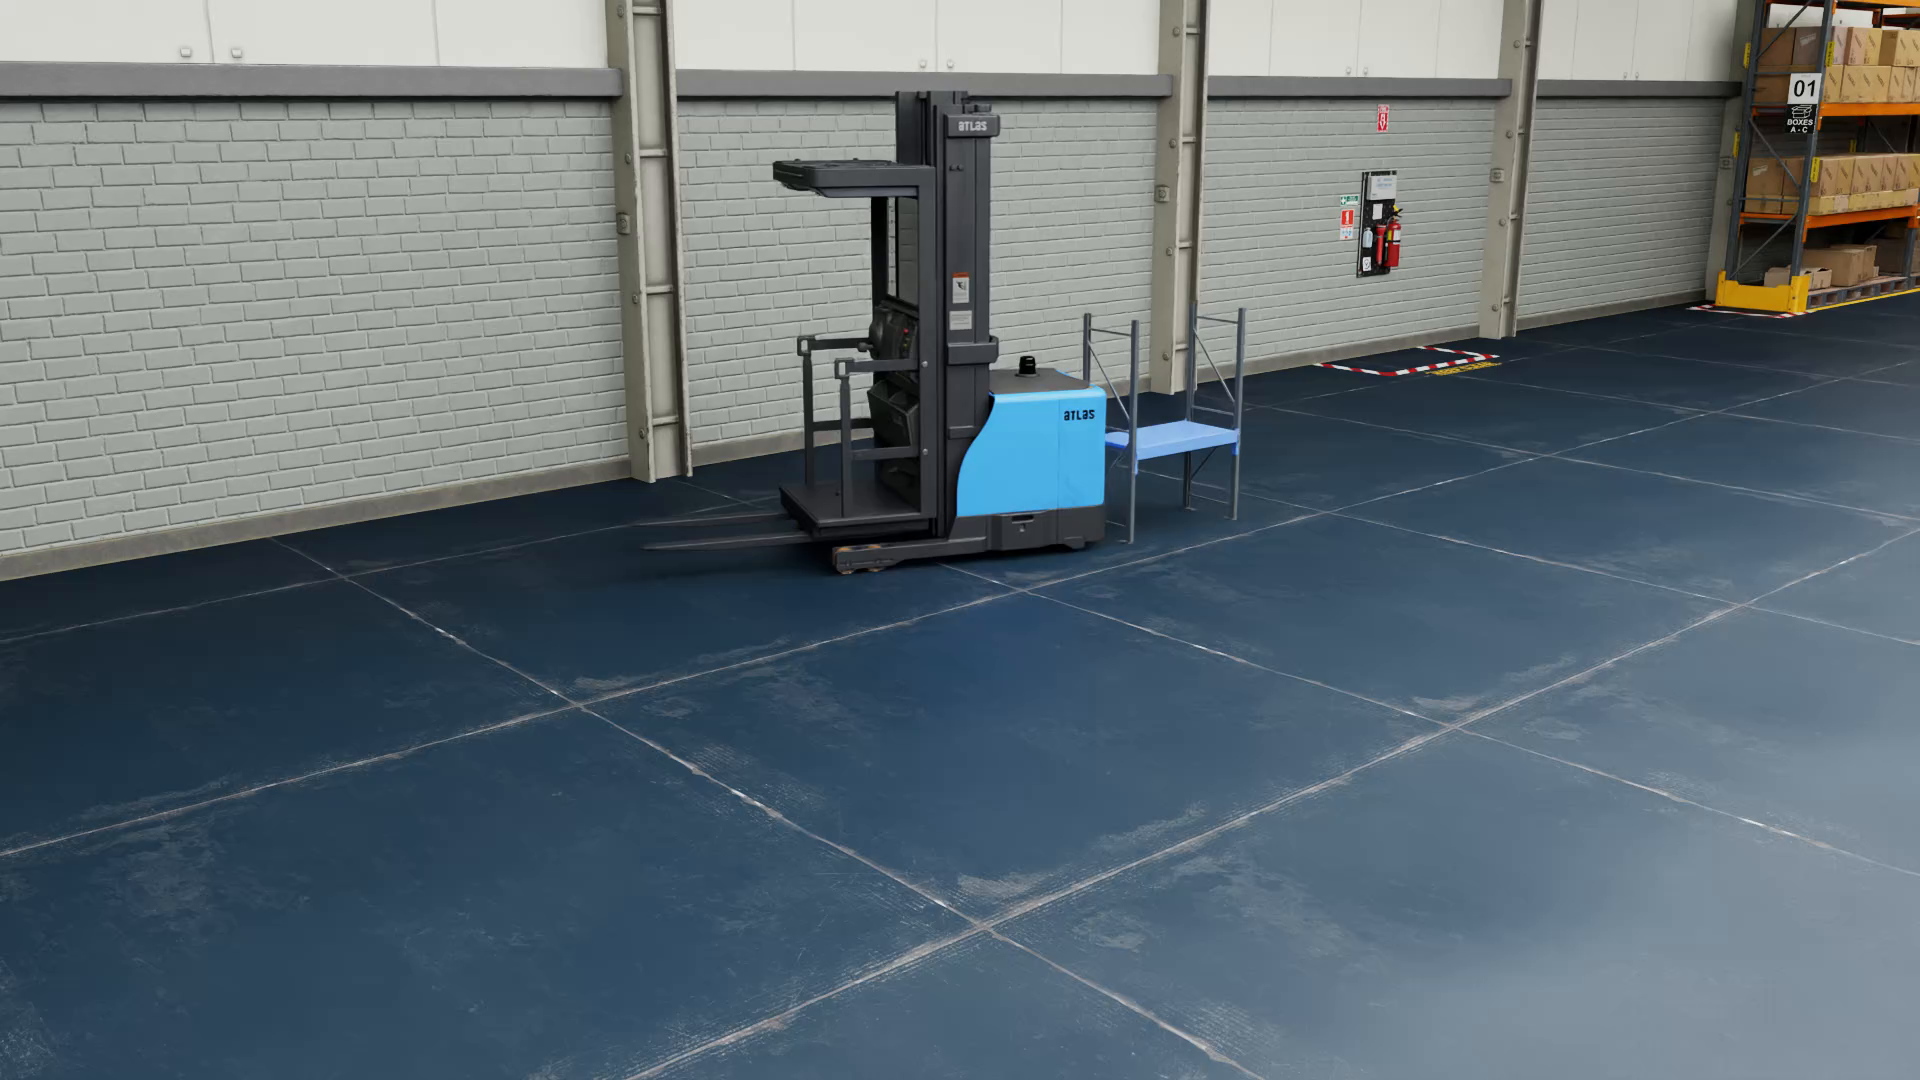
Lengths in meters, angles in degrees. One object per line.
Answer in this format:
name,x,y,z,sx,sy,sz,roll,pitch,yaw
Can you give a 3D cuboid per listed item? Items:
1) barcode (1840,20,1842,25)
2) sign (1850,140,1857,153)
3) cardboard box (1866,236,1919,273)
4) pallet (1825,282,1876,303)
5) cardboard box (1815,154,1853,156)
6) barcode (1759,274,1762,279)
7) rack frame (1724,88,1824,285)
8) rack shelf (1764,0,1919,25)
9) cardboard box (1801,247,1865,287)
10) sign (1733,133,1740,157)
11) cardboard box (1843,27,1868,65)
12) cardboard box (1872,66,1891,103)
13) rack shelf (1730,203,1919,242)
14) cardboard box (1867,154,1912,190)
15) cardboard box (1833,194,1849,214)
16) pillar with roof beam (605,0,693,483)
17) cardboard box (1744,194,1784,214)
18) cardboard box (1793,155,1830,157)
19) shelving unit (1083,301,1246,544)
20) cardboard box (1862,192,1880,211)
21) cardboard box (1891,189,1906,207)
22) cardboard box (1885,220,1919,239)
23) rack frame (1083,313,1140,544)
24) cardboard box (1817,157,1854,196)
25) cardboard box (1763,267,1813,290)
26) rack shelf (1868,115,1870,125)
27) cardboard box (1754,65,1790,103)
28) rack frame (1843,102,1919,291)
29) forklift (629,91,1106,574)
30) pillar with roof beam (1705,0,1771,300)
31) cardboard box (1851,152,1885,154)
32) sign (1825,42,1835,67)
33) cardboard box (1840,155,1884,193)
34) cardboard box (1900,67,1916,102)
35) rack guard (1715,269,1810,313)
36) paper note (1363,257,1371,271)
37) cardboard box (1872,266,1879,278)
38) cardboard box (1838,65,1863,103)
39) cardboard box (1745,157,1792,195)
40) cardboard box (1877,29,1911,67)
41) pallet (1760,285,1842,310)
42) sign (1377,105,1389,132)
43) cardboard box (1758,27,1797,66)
barcode,12.944,-7.611,24.436,0.075,0.075,0.001,-13,19,-39
sign,13.908,-6.062,25.889,0.005,0.325,0.100,-13,19,-39
cardboard box,14.819,-4.528,26.381,0.500,0.500,0.700,-12,19,-38
pallet,12.871,-3.720,24.767,1.213,0.211,1.003,-13,19,-39
cardboard box,13.011,-5.486,24.773,0.500,0.500,0.500,-12,19,-38
barcode,11.589,-3.816,24.065,0.075,0.075,0.001,-13,19,-39
rack frame,11.257,-4.718,23.100,0.127,3.000,1.000,-13,19,-39
rack shelf,12.766,-7.606,23.687,4.000,0.370,1.077,-13,19,-39
cardboard box,12.855,-4.034,24.529,0.500,0.500,0.700,-14,21,-43
sign,10.908,-5.541,23.327,0.005,0.325,0.100,-13,19,-39
cardboard box,12.119,-6.801,22.917,0.500,0.500,0.500,-13,20,-40
cardboard box,12.881,-6.501,23.729,0.500,0.500,0.500,-11,19,-36
rack shelf,12.766,-4.709,24.461,4.000,0.370,1.077,-13,19,-39
cardboard box,13.748,-5.469,24.711,0.500,0.500,0.500,-13,20,-40
cardboard box,12.216,-4.767,23.534,0.500,0.250,0.500,-13,20,-41
pillar with roof beam,0.465,-4.016,8.847,0.400,9.000,9.100,-13,19,-39
cardboard box,11.483,-4.772,23.554,0.500,0.250,0.500,-12,19,-39
cardboard box,12.247,-5.310,24.117,0.500,0.500,0.500,-13,20,-41
shelving unit,1.394,-0.830,11.450,1.048,1.500,0.538,-12,19,-37
cardboard box,12.987,-4.937,24.172,0.500,0.250,0.500,-12,19,-39
cardboard box,13.735,-5.111,24.822,0.500,0.250,0.500,-13,19,-39
cardboard box,15.149,-4.966,26.566,0.500,0.250,0.500,-13,20,-41
rack frame,0.997,-0.748,11.143,0.032,1.500,0.500,-12,19,-37
cardboard box,12.194,-5.121,23.410,0.500,0.500,0.500,-13,19,-39
cardboard box,11.838,-3.731,23.763,0.500,0.311,0.500,13,20,41
rack shelf,15.784,-6.836,26.611,4.000,0.370,1.077,-13,19,-39
cardboard box,11.406,-6.345,23.146,0.500,0.500,0.500,-11,18,-35
rack frame,14.275,-5.395,25.637,0.127,3.000,1.000,-13,19,-39
forklift,-0.610,-1.353,10.637,3.031,2.935,1.130,-5,16,-18
pillar with roof beam,14.043,-7.065,20.262,0.400,9.000,9.100,-13,19,-39
cardboard box,13.783,-5.656,25.411,0.500,0.500,0.500,-13,20,-41
sign,11.614,-6.484,22.205,0.005,0.325,0.100,-13,19,-39
cardboard box,12.970,-5.298,24.069,0.500,0.500,0.500,-12,19,-38
cardboard box,13.666,-6.686,24.422,0.500,0.500,0.500,14,20,42
rack guard,11.315,-3.523,23.471,0.348,0.500,1.175,-13,19,-39
paper note,4.623,-3.135,18.881,0.142,0.148,0.016,-13,19,-39
cardboard box,13.891,-4.143,25.584,0.380,0.166,0.250,13,20,40
cardboard box,12.102,-6.317,23.042,0.500,0.500,0.500,-11,19,-36
cardboard box,11.473,-5.139,23.474,0.500,0.500,0.500,-13,20,-40
cardboard box,13.281,-7.063,23.896,0.500,0.500,0.500,-14,20,-41
pallet,11.951,-3.514,23.997,1.213,0.211,1.003,-13,19,-39
sign,4.730,-4.715,18.598,0.199,0.298,0.001,-13,19,-39
cardboard box,11.411,-6.832,23.032,0.500,0.500,0.500,-12,19,-37
